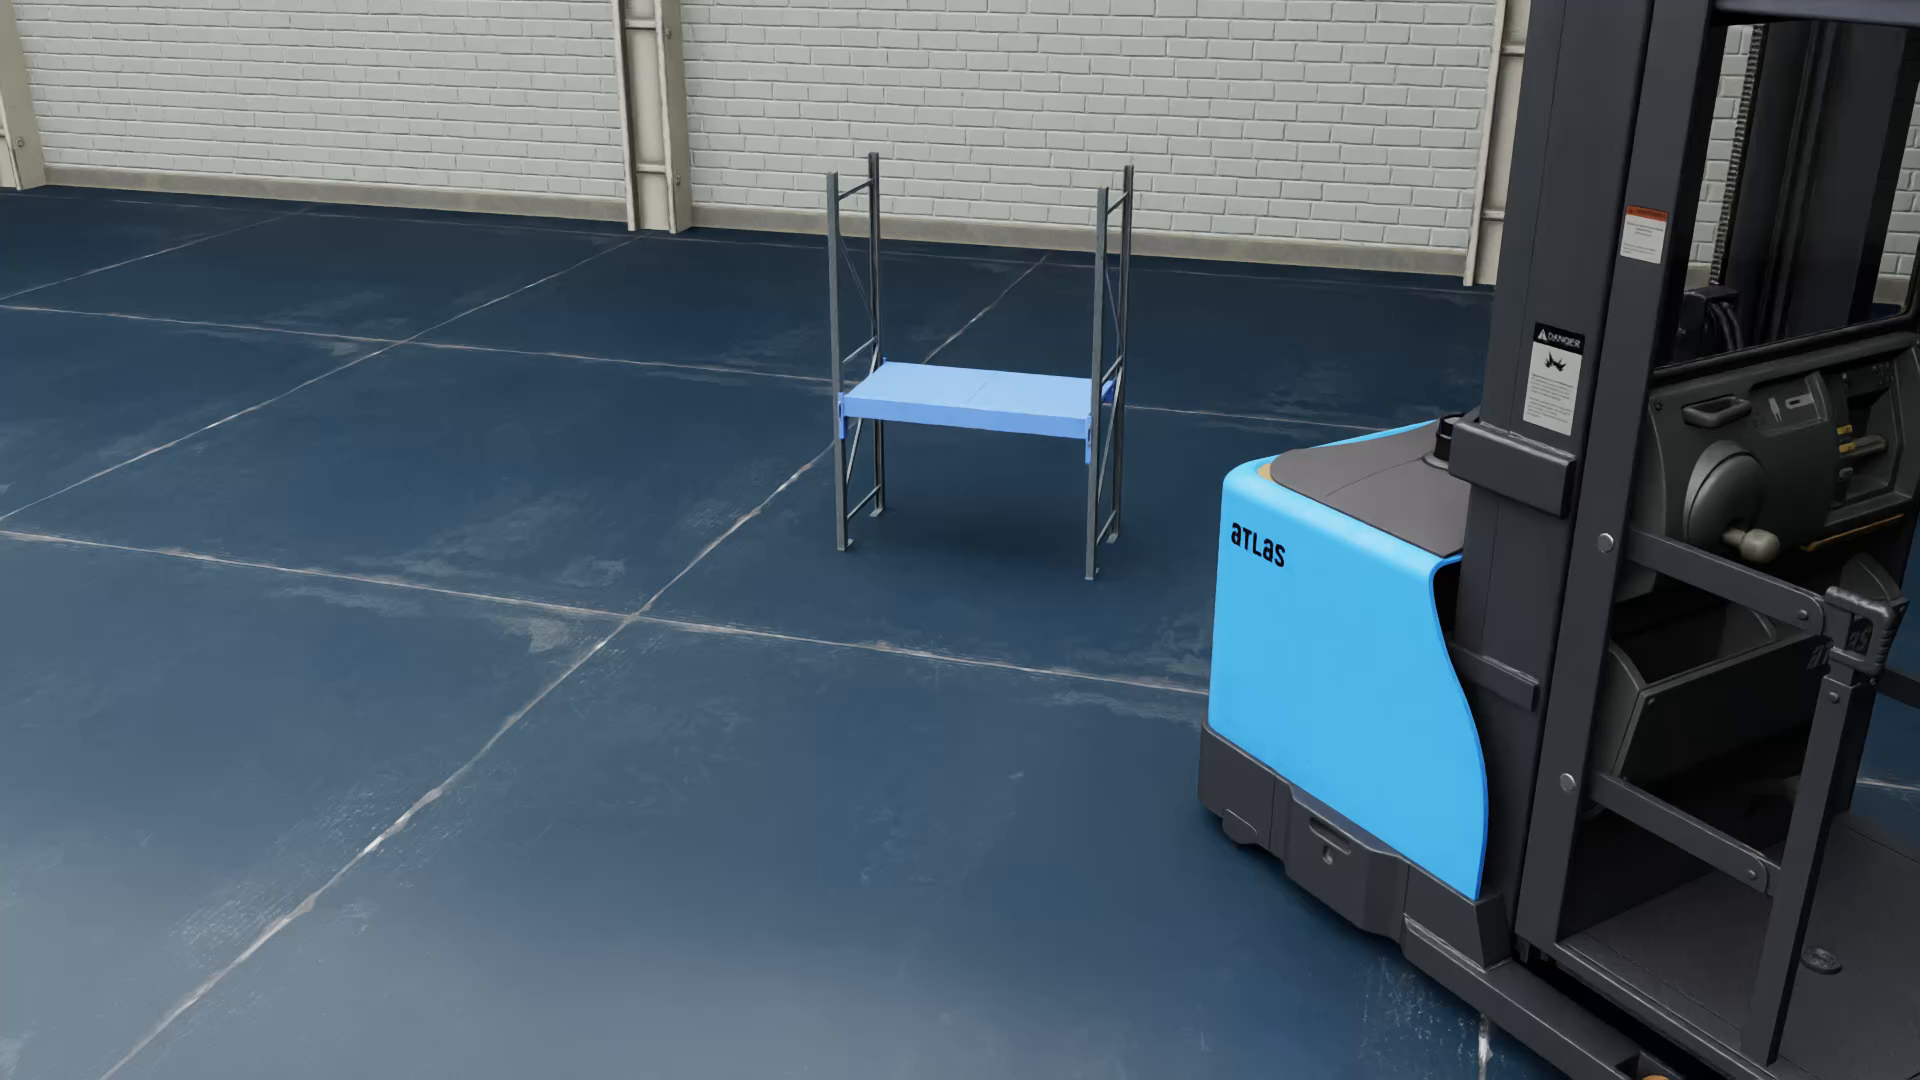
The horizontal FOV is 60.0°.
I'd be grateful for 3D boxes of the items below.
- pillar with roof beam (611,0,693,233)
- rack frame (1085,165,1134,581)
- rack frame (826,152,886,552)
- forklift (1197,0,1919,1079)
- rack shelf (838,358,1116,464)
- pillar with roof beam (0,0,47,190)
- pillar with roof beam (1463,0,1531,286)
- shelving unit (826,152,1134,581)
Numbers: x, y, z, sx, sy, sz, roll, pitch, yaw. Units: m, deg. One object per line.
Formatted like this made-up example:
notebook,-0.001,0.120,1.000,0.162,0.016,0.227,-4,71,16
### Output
pillar with roof beam,-3.487,-4.943,6.962,0.400,9.000,9.100,7,23,16
rack frame,0.568,-0.629,6.327,0.032,1.500,0.500,7,23,16
rack frame,-0.405,-0.740,6.598,0.032,1.500,0.500,7,23,16
forklift,1.875,-0.176,3.337,1.130,2.935,3.031,-13,26,-29
rack shelf,0.082,-0.518,6.531,1.000,0.185,0.538,7,23,16
pillar with roof beam,-9.231,-5.600,8.566,0.400,9.000,9.100,7,23,16
pillar with roof beam,2.257,-4.285,5.359,0.400,9.000,9.100,7,23,16
shelving unit,0.082,-0.685,6.463,1.048,1.500,0.538,7,23,16
